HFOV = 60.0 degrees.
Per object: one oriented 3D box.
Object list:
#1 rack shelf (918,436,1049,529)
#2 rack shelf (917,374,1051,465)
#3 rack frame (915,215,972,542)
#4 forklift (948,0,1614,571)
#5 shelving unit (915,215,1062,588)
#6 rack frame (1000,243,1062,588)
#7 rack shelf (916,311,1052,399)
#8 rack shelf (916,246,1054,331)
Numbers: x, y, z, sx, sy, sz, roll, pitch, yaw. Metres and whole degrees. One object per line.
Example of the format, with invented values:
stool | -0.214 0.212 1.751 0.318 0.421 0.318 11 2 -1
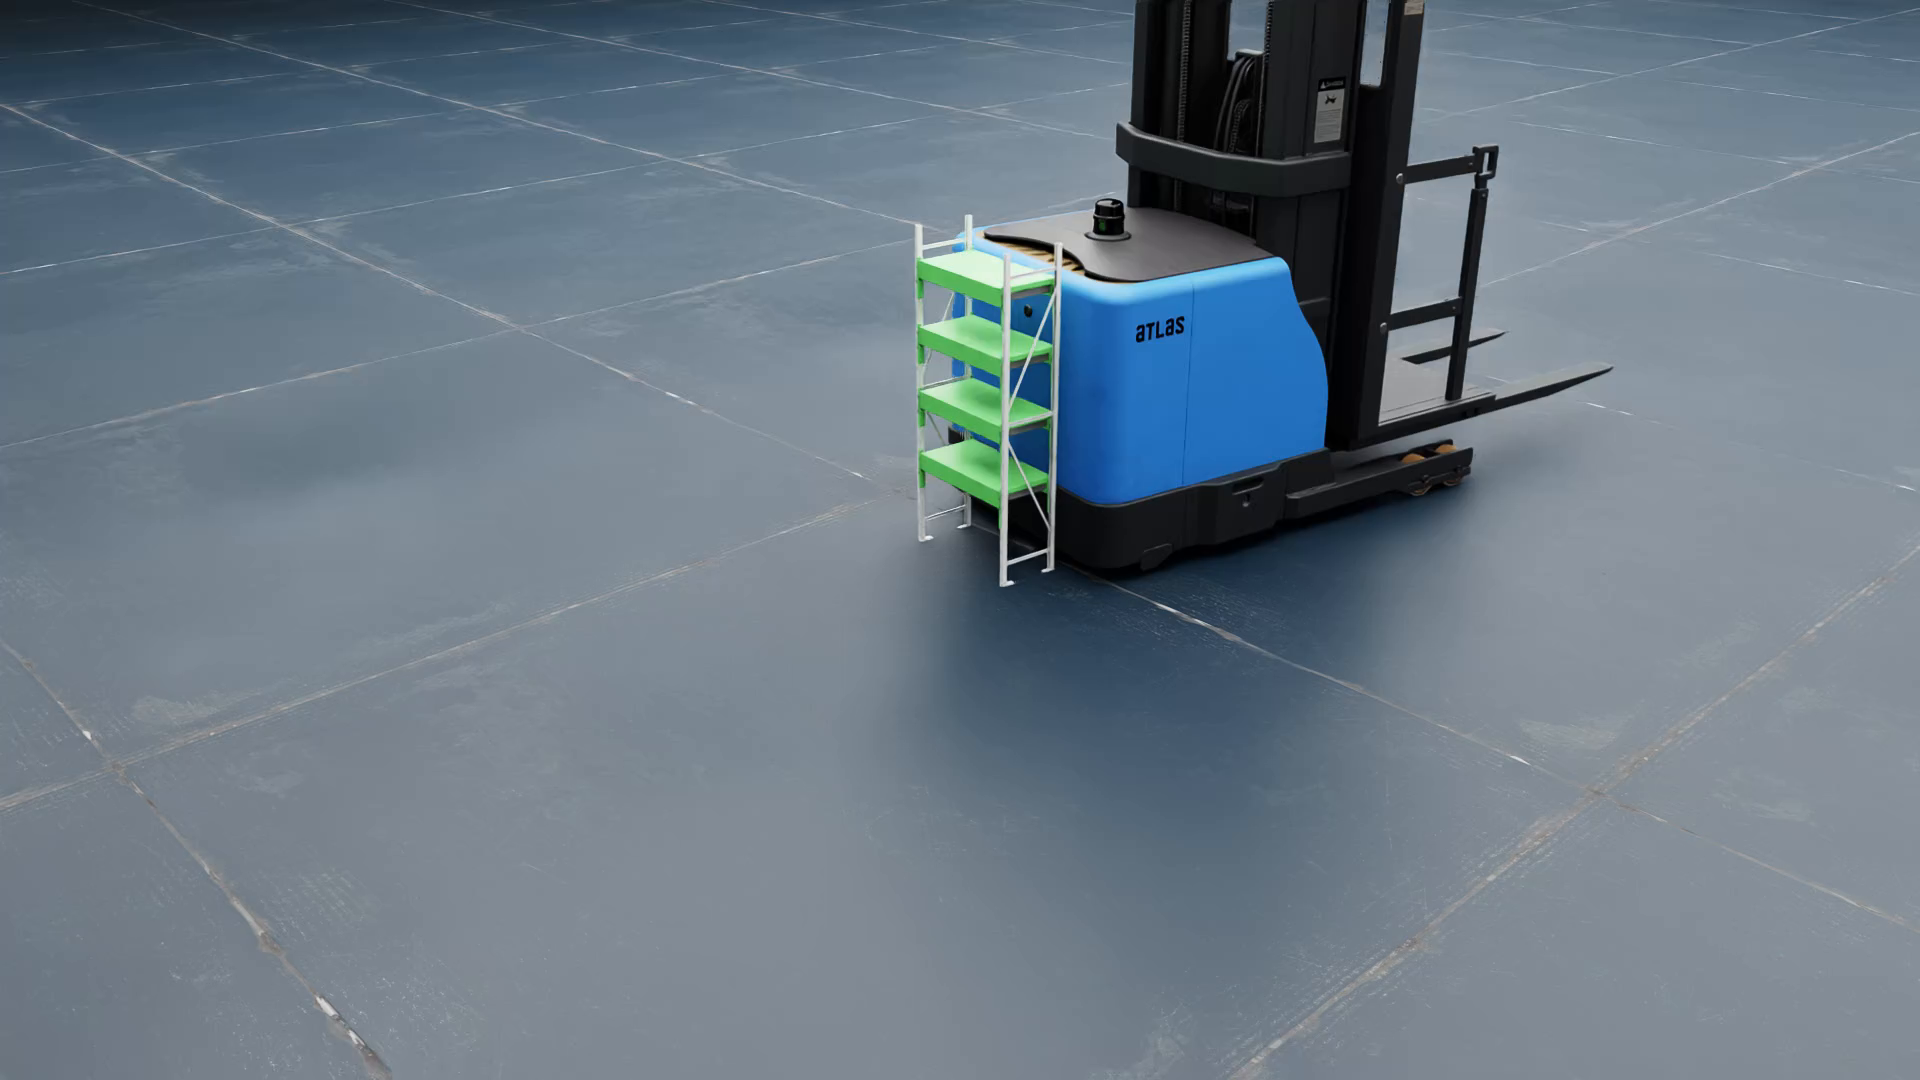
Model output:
rack shelf | 0.092 -0.214 6.006 0.258 0.148 0.480 -18 30 -34
rack shelf | 0.092 -0.432 5.906 0.258 0.148 0.480 -18 30 -34
rack frame | -0.056 -0.571 6.056 0.240 1.200 0.015 -18 30 -34
forklift | 1.467 -1.676 6.391 3.031 2.935 1.130 -15 29 -30
shelving unit | 0.092 -0.491 5.880 0.258 1.200 0.503 -18 30 -34
rack frame | 0.240 -0.410 5.703 0.240 1.200 0.015 -18 30 -34
rack shelf | 0.092 -0.651 5.807 0.258 0.148 0.480 -18 30 -34
rack shelf | 0.092 -0.869 5.707 0.258 0.148 0.480 -18 30 -34
